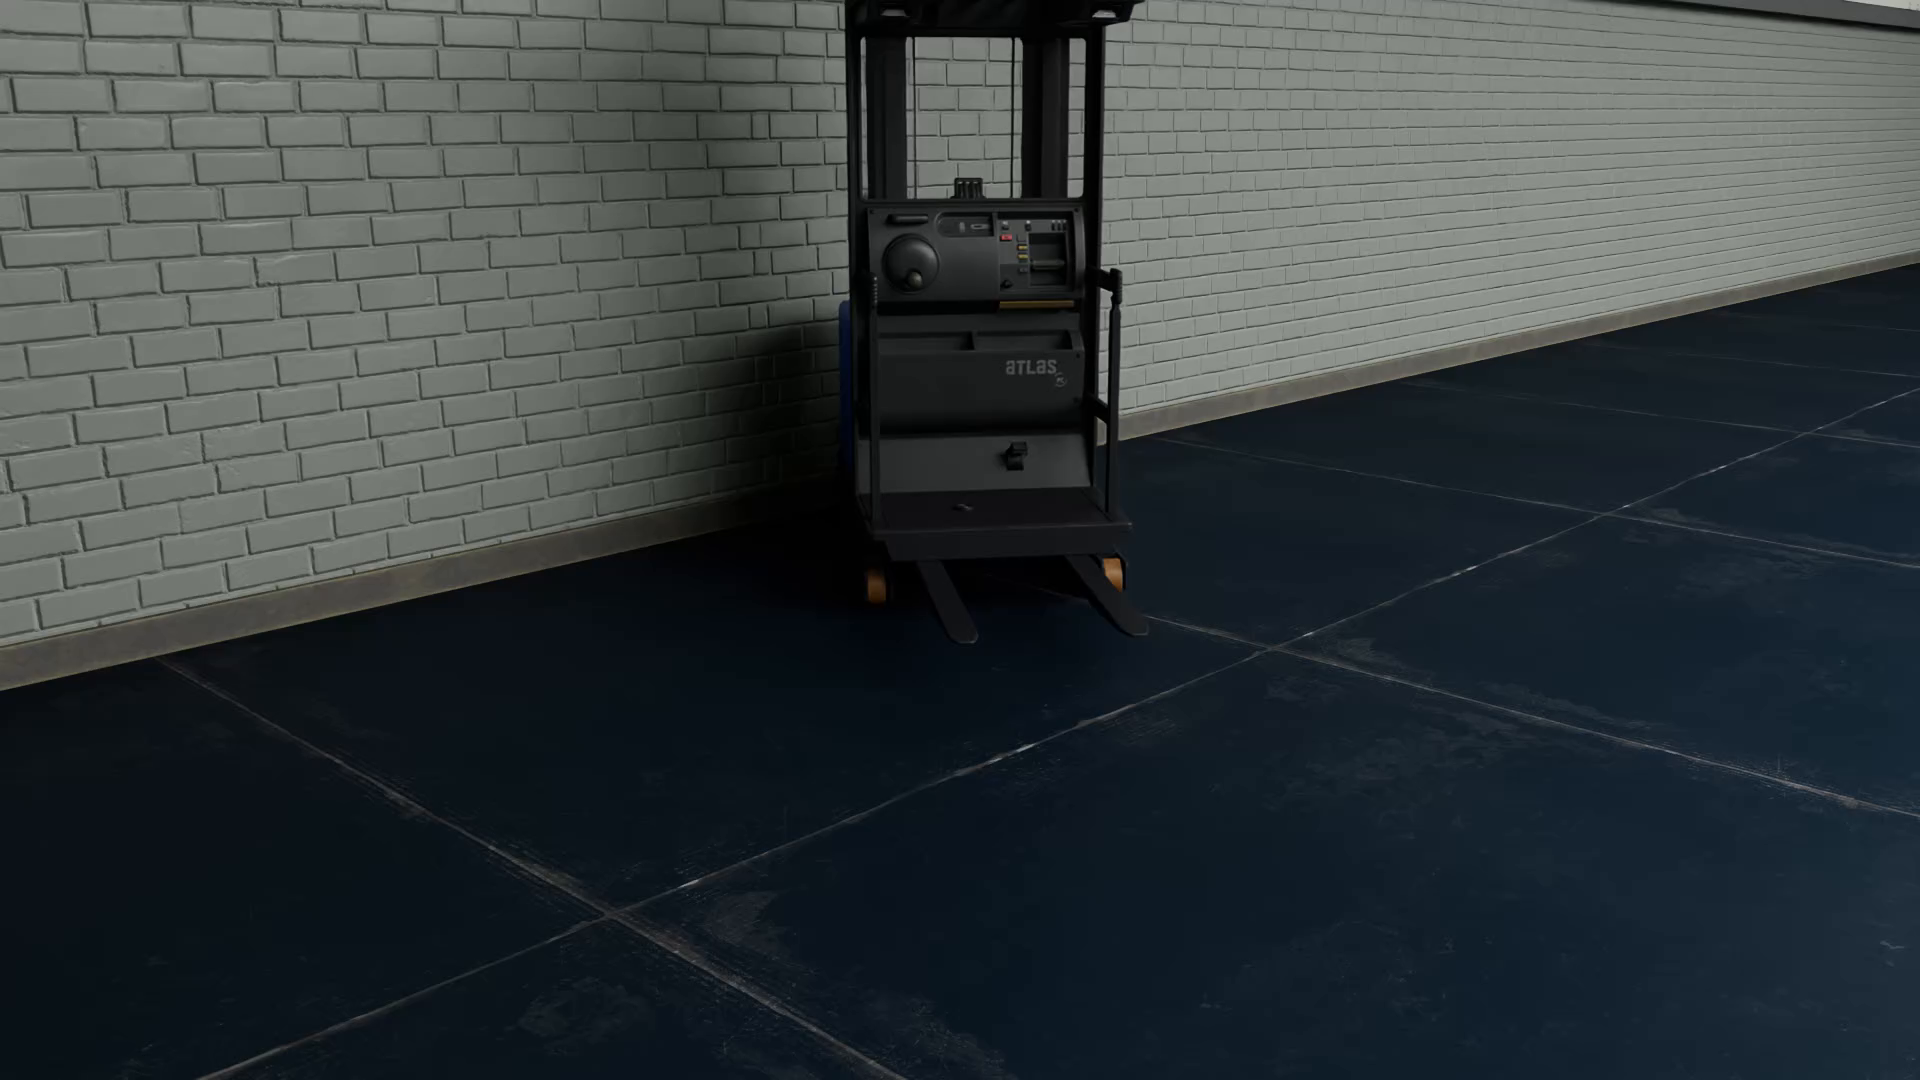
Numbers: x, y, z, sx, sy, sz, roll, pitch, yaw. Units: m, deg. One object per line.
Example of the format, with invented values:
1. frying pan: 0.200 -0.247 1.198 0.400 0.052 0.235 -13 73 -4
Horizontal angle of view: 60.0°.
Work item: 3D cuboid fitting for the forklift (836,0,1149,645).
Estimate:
1. forklift: 0.103 -1.239 6.876 1.130 2.935 3.031 -2 15 -8
